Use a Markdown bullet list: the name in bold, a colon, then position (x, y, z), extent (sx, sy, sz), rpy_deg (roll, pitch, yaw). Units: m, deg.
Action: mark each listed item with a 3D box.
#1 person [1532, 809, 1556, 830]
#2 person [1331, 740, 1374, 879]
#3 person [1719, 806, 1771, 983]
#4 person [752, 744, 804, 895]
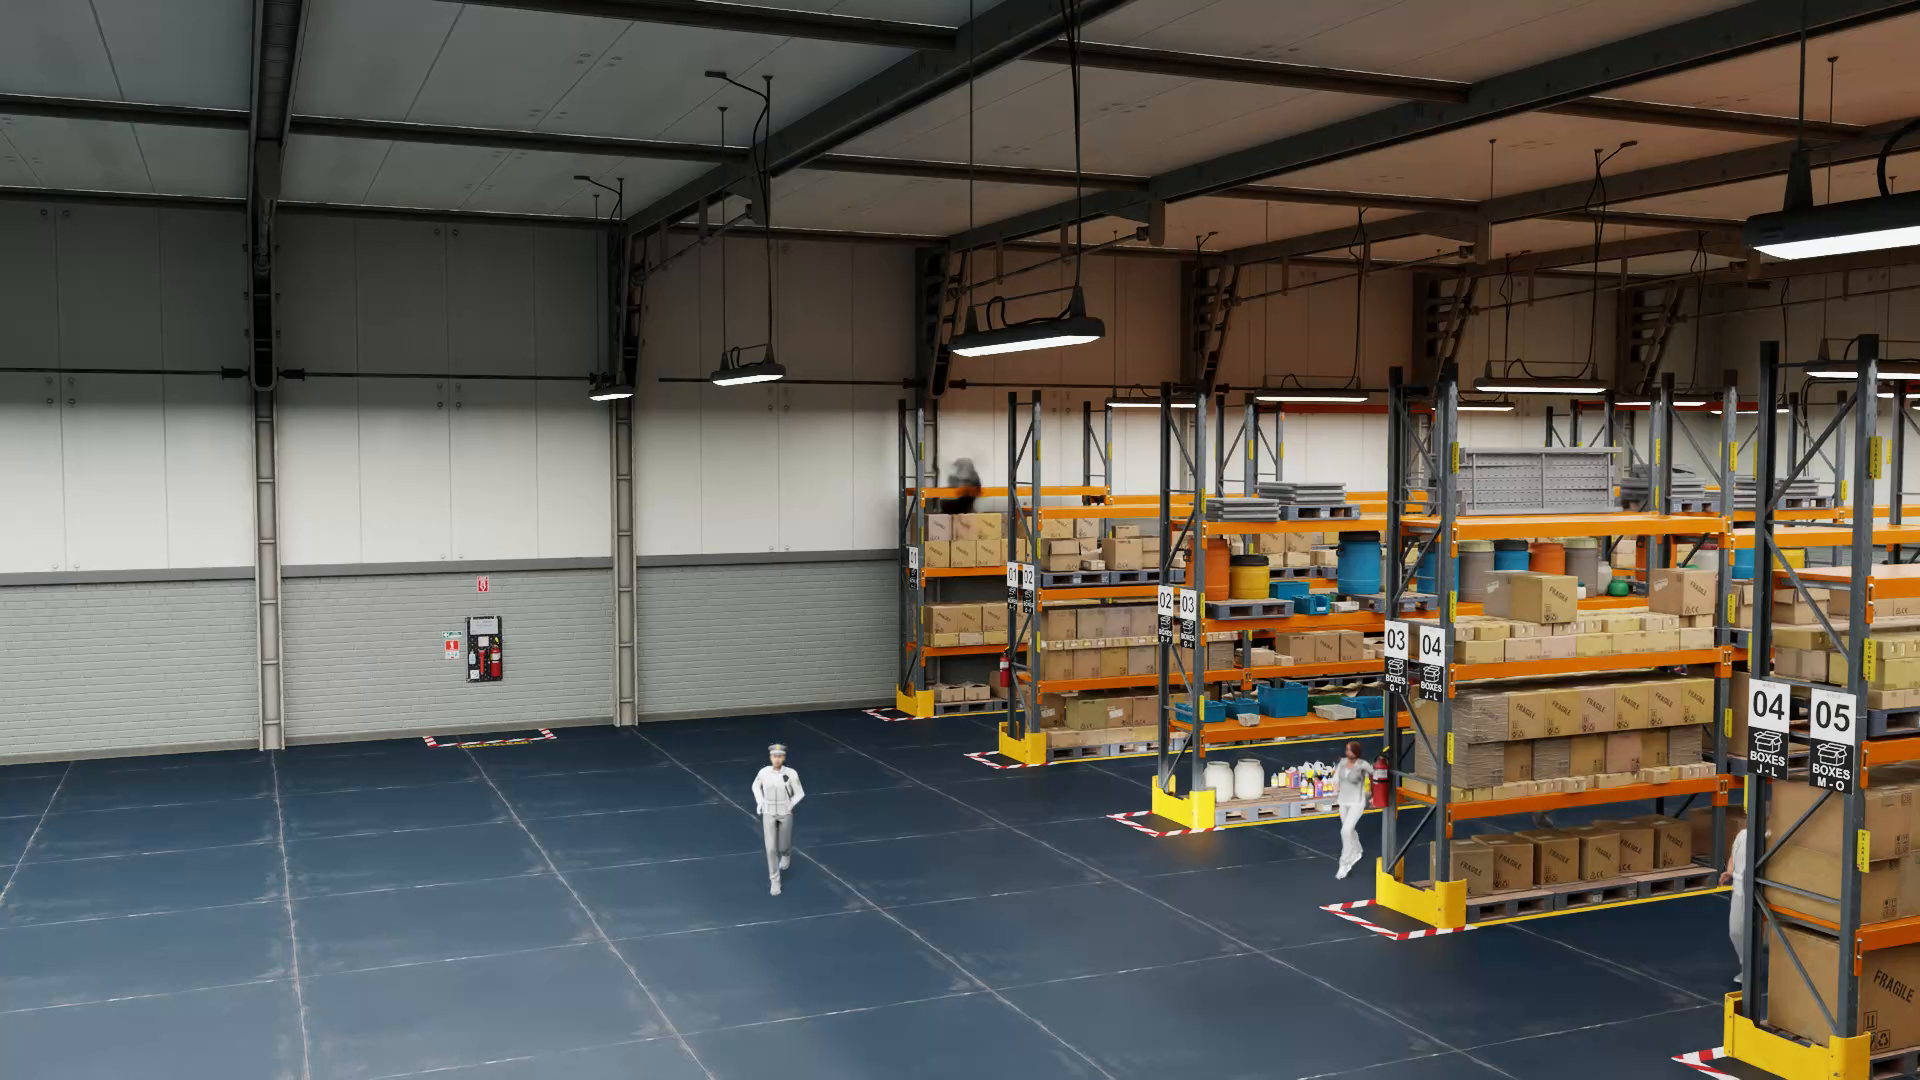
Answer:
- **person**: position (7.286, 3.104, 20.692), extent (0.649, 1.671, 0.549), rpy_deg (-2, 4, -25)
- **person**: position (4.719, 3.204, 19.882), extent (0.689, 1.655, 0.573), rpy_deg (-3, 4, -41)
- **person**: position (7.629, 3.363, 15.918), extent (0.628, 1.726, 0.661), rpy_deg (-2, 4, -32)
- **person**: position (-2.122, 3.204, 19.364), extent (0.618, 1.691, 0.843), rpy_deg (0, 3, -1)
